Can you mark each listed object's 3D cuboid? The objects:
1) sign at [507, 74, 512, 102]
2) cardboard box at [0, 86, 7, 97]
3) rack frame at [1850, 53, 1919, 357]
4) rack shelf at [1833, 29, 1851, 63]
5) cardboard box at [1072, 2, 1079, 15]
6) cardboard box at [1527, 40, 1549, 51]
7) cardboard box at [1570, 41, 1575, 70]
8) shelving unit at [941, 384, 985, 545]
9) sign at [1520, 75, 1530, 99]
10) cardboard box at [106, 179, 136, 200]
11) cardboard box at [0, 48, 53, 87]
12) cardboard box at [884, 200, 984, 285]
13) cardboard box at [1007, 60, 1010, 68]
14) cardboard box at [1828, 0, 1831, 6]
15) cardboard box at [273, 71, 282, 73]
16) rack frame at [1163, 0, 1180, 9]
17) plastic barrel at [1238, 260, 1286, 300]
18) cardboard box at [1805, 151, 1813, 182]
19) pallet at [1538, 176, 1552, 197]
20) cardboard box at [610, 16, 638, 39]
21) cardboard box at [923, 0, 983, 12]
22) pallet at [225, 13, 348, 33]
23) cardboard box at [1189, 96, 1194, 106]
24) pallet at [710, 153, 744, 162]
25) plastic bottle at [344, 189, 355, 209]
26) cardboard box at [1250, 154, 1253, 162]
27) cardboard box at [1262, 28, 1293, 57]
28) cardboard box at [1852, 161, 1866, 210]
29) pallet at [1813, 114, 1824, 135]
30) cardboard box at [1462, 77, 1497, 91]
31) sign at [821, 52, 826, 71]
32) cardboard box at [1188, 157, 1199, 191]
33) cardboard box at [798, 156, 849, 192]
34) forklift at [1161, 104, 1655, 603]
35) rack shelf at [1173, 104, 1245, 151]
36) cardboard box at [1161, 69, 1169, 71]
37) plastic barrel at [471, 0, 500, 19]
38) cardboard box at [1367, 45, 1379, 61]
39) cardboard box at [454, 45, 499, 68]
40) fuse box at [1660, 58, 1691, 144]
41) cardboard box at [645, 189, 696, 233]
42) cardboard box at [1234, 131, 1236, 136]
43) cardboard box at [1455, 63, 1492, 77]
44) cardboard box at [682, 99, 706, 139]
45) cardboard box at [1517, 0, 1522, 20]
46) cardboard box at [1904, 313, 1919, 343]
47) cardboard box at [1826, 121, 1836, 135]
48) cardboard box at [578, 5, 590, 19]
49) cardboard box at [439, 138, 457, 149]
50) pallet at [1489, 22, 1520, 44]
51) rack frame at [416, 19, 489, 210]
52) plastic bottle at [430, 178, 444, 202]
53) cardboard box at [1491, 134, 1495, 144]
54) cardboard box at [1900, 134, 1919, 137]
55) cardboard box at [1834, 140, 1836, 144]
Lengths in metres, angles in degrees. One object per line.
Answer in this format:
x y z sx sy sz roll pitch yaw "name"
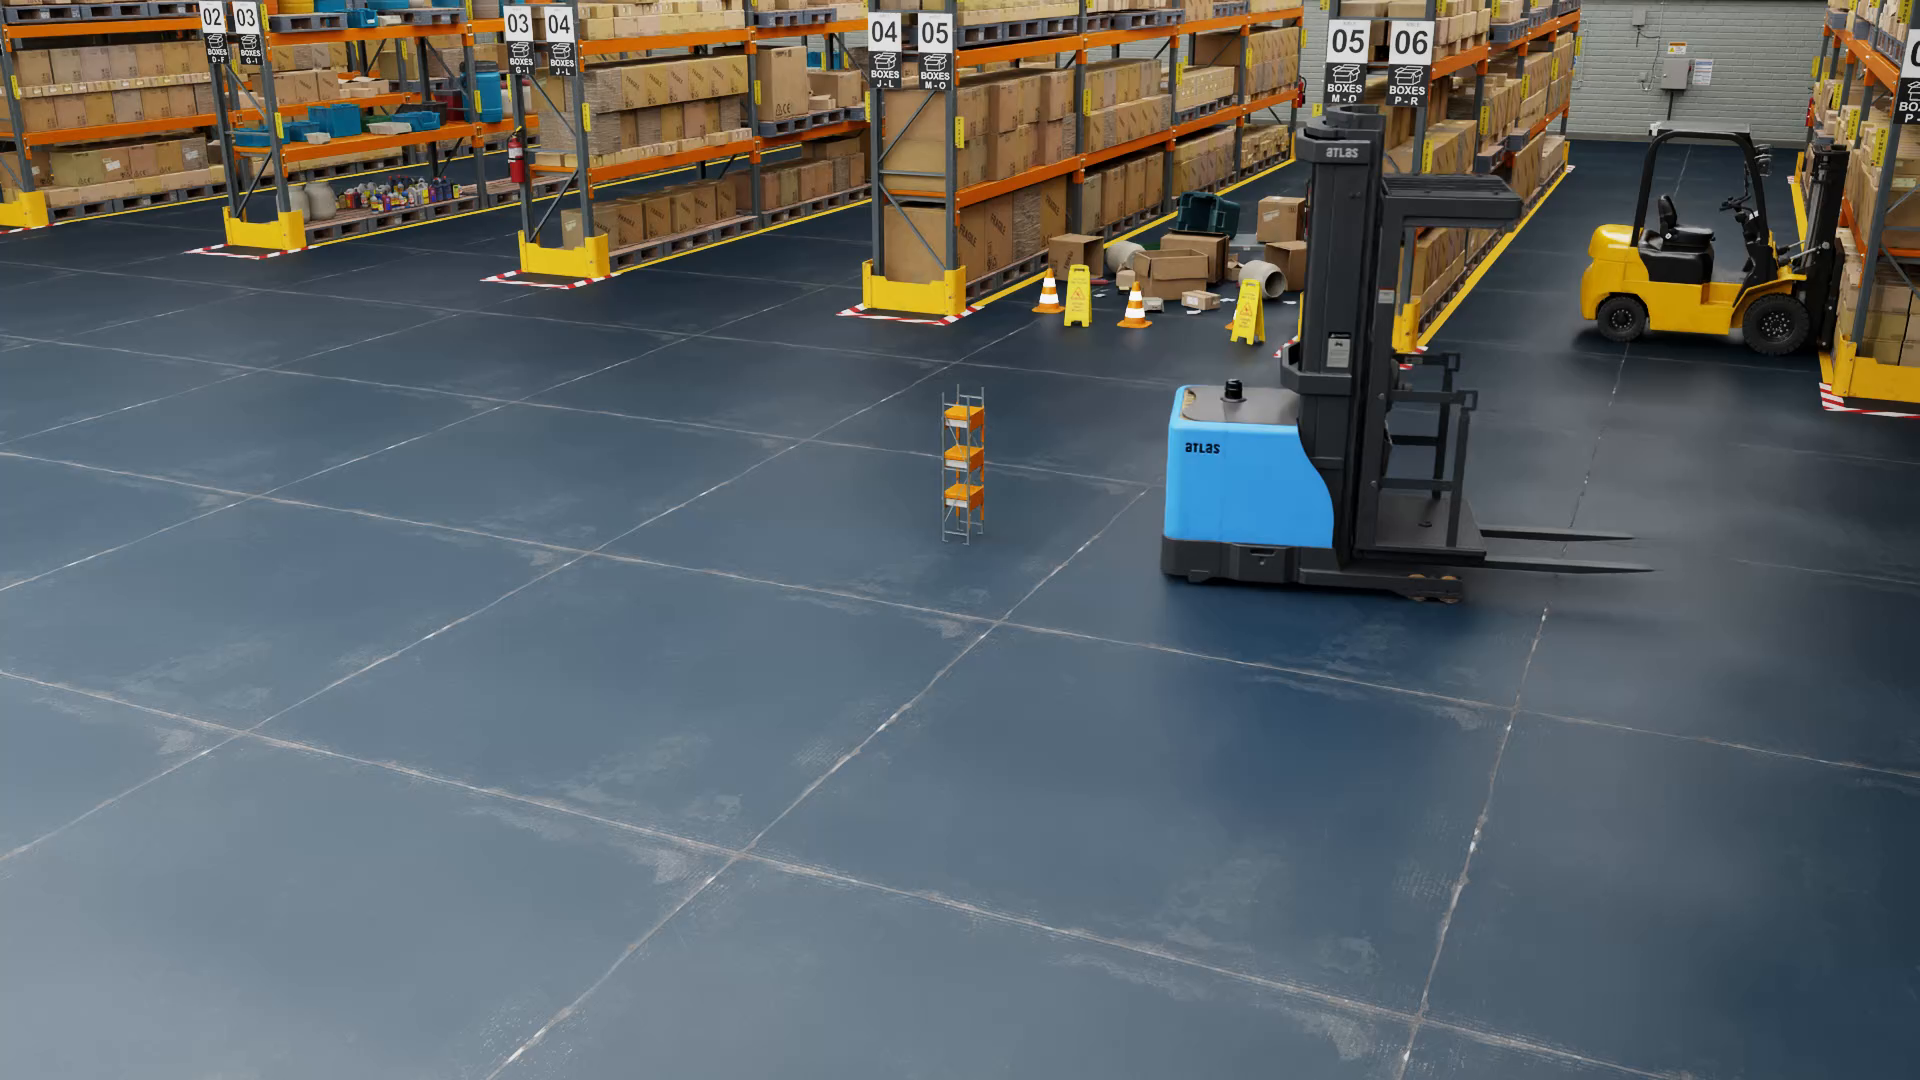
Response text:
-5.491 -5.530 20.343 0.100 0.325 0.005 9 21 23 "sign"
-14.046 -6.610 24.461 0.380 0.149 0.250 8 21 22 "cardboard box"
8.578 -2.714 14.624 1.000 3.000 0.127 9 21 23 "rack frame"
12.673 -6.845 22.837 1.077 0.370 4.000 9 21 23 "rack shelf"
1.271 -6.650 20.812 0.380 0.149 0.250 8 21 22 "cardboard box"
9.328 -7.947 26.729 0.380 0.149 0.250 8 21 22 "cardboard box"
10.620 -8.623 29.598 0.500 0.500 0.500 9 22 24 "cardboard box"
0.022 -0.511 11.339 0.215 1.050 0.252 9 21 23 "shelving unit"
7.823 -6.276 23.030 0.100 0.325 0.005 9 21 23 "sign"
-13.200 -5.456 25.811 0.500 0.250 0.500 9 21 23 "cardboard box"
-13.804 -6.930 24.392 0.700 0.500 0.500 9 21 23 "cardboard box"
-0.292 -3.455 19.252 0.875 0.875 0.875 9 21 23 "cardboard box"
0.768 -9.265 31.706 0.500 0.500 0.500 8 21 21 "cardboard box"
14.699 -8.990 27.573 0.500 0.250 0.500 8 21 22 "cardboard box"
-14.309 -9.669 34.524 0.380 0.149 0.250 9 21 23 "cardboard box"
2.767 -9.314 24.230 1.000 3.000 0.127 9 21 23 "rack frame"
3.513 -3.019 19.327 0.421 0.421 0.512 -9 22 -24 "plastic barrel"
14.100 -6.047 27.100 0.500 0.500 0.500 9 21 24 "cardboard box"
9.345 -5.970 27.941 1.003 0.211 1.213 9 21 23 "pallet"
-4.354 -6.367 20.642 0.500 0.250 0.500 8 21 21 "cardboard box"
-0.077 -5.882 18.060 0.500 0.250 0.500 9 21 23 "cardboard box"
-9.083 -6.997 22.472 1.003 0.211 1.213 9 21 23 "pallet"
3.463 -6.924 26.209 0.380 0.149 0.250 10 22 25 "cardboard box"
-4.951 -7.558 32.405 1.003 0.211 1.213 9 21 23 "pallet"
-9.031 -5.052 24.606 0.152 0.276 0.135 9 21 23 "plastic bottle"
5.069 -6.881 29.969 0.380 0.149 0.250 8 21 22 "cardboard box"
5.875 -9.263 30.953 0.500 0.500 0.500 8 21 21 "cardboard box"
9.392 -3.568 16.875 0.500 0.500 0.500 8 21 22 "cardboard box"
13.065 -6.063 24.326 1.003 0.211 1.213 9 21 23 "pallet"
6.552 -5.749 20.969 0.380 0.149 0.250 10 22 26 "cardboard box"
-2.224 -7.820 27.253 0.100 0.325 0.005 9 21 23 "sign"
3.492 -5.843 26.527 0.500 0.500 0.500 9 21 23 "cardboard box"
-2.188 -5.850 26.515 0.700 0.500 0.500 7 21 18 "cardboard box"
2.861 -1.181 10.415 3.031 2.935 1.130 3 20 9 "forklift"
3.586 -6.760 27.075 1.077 0.370 4.000 9 21 23 "rack shelf"
3.399 -7.695 27.489 0.380 0.149 0.250 8 21 22 "cardboard box"
-7.595 -8.691 26.205 0.600 0.901 0.600 0 20 0 "plastic barrel"
3.939 -4.836 16.490 0.380 0.149 0.250 9 21 23 "cardboard box"
-9.737 -9.694 33.476 0.700 0.500 0.500 12 23 31 "cardboard box"
14.745 -9.072 34.425 0.539 1.711 0.414 9 21 23 "fuse box"
-3.965 -4.503 22.758 0.500 0.500 0.500 7 21 18 "cardboard box"
4.982 -7.460 30.708 0.380 0.149 0.250 9 21 23 "cardboard box"
7.297 -6.552 23.773 0.500 0.500 0.500 8 21 21 "cardboard box"
-3.945 -5.720 22.483 0.875 0.500 0.500 9 21 23 "cardboard box"
6.684 -6.593 20.651 0.500 0.250 0.500 8 21 22 "cardboard box"
8.960 -1.967 15.254 0.500 0.250 0.500 9 21 24 "cardboard box"
11.773 -5.492 22.184 0.380 0.149 0.250 9 21 24 "cardboard box"
-4.669 -6.337 19.962 0.380 0.149 0.250 8 21 22 "cardboard box"
-10.096 -7.850 32.139 0.500 0.500 0.500 8 21 21 "cardboard box"
6.036 -6.116 19.992 1.213 0.211 1.003 9 21 23 "pallet"
-7.873 -6.656 25.708 1.000 3.000 0.127 9 21 23 "rack frame"
-7.953 -5.320 25.249 0.144 0.351 0.185 7 21 20 "plastic bottle"
6.604 -5.142 21.200 0.380 0.149 0.250 9 21 23 "cardboard box"
9.360 -3.968 16.589 0.380 0.149 0.250 8 21 22 "cardboard box"
11.450 -4.987 21.238 0.500 0.250 0.500 9 21 23 "cardboard box"
